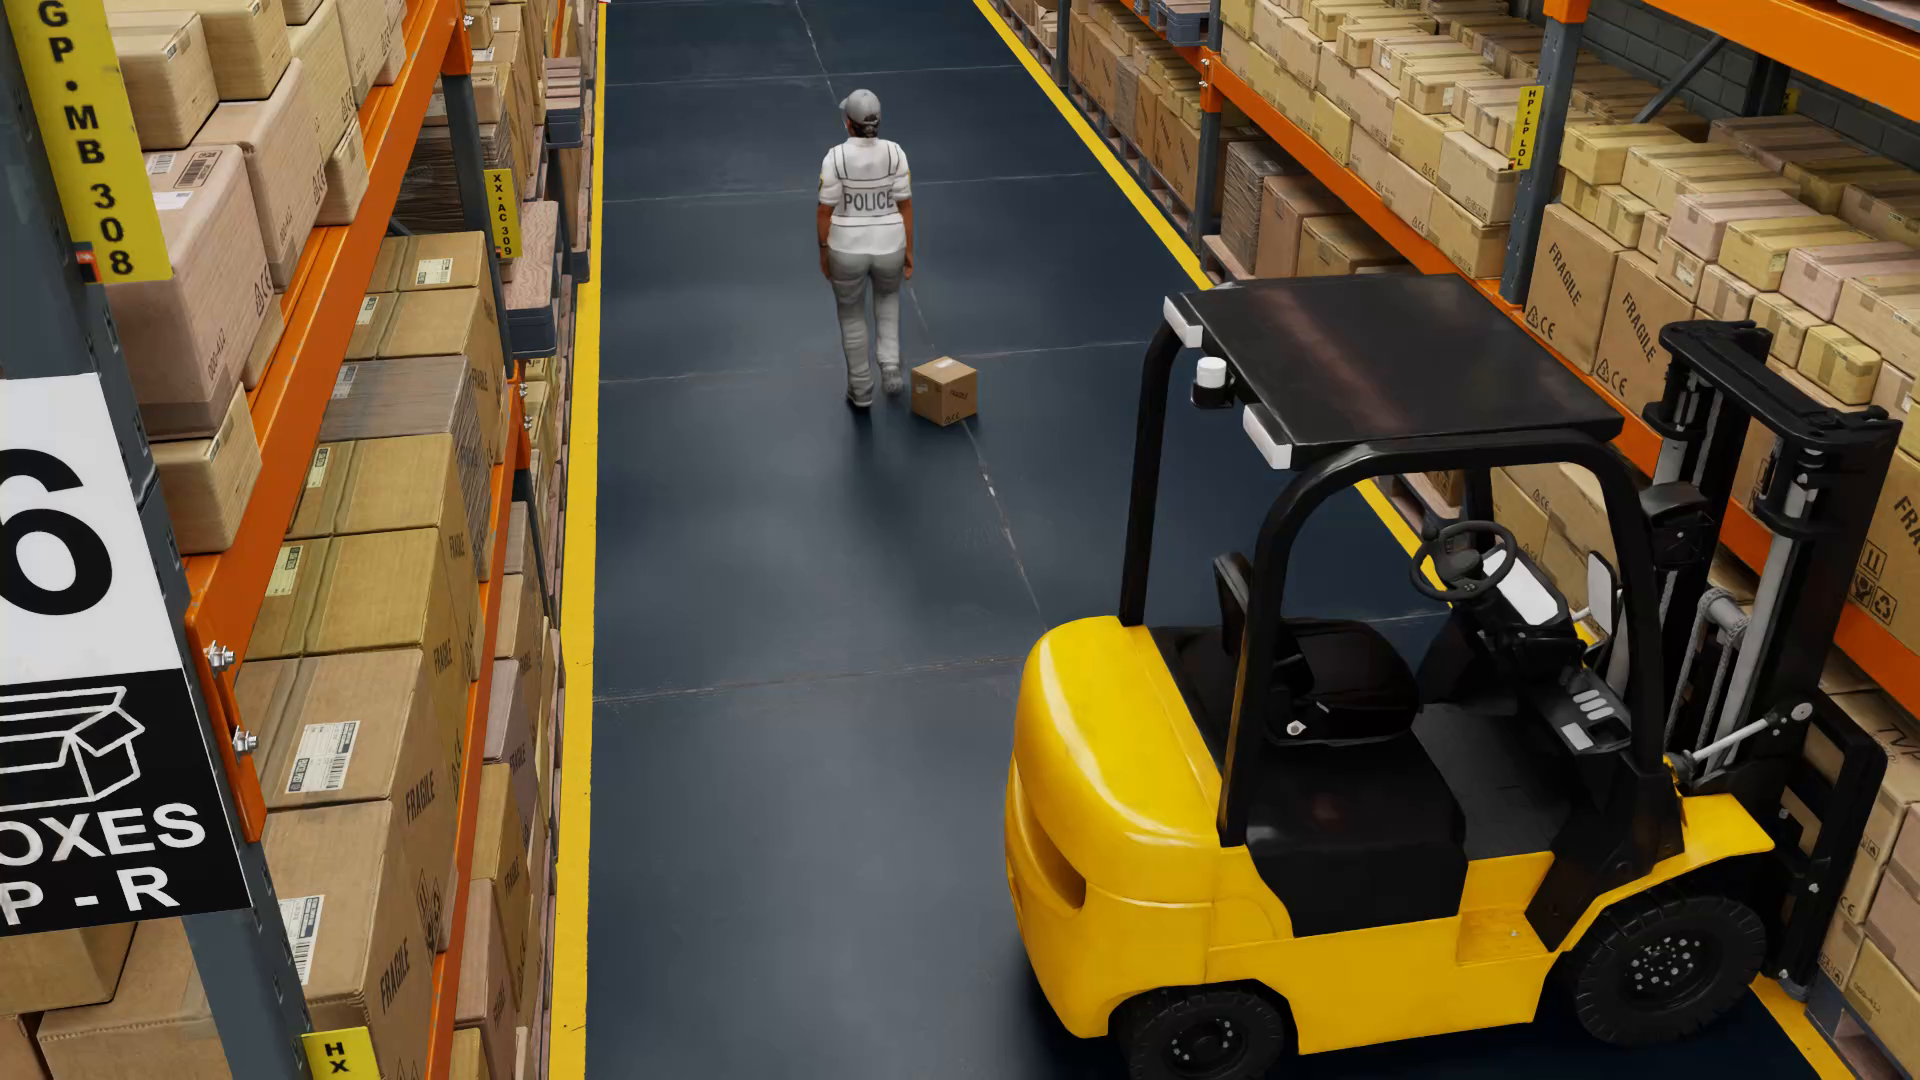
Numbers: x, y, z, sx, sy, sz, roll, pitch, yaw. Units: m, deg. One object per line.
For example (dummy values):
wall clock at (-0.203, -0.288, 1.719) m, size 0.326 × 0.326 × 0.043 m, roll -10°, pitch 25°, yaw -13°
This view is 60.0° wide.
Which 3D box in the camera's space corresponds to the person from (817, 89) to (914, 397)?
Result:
person at (-0.506, -1.546, 8.585) m, size 0.485 × 1.582 × 0.468 m, roll -9°, pitch 32°, yaw -15°
